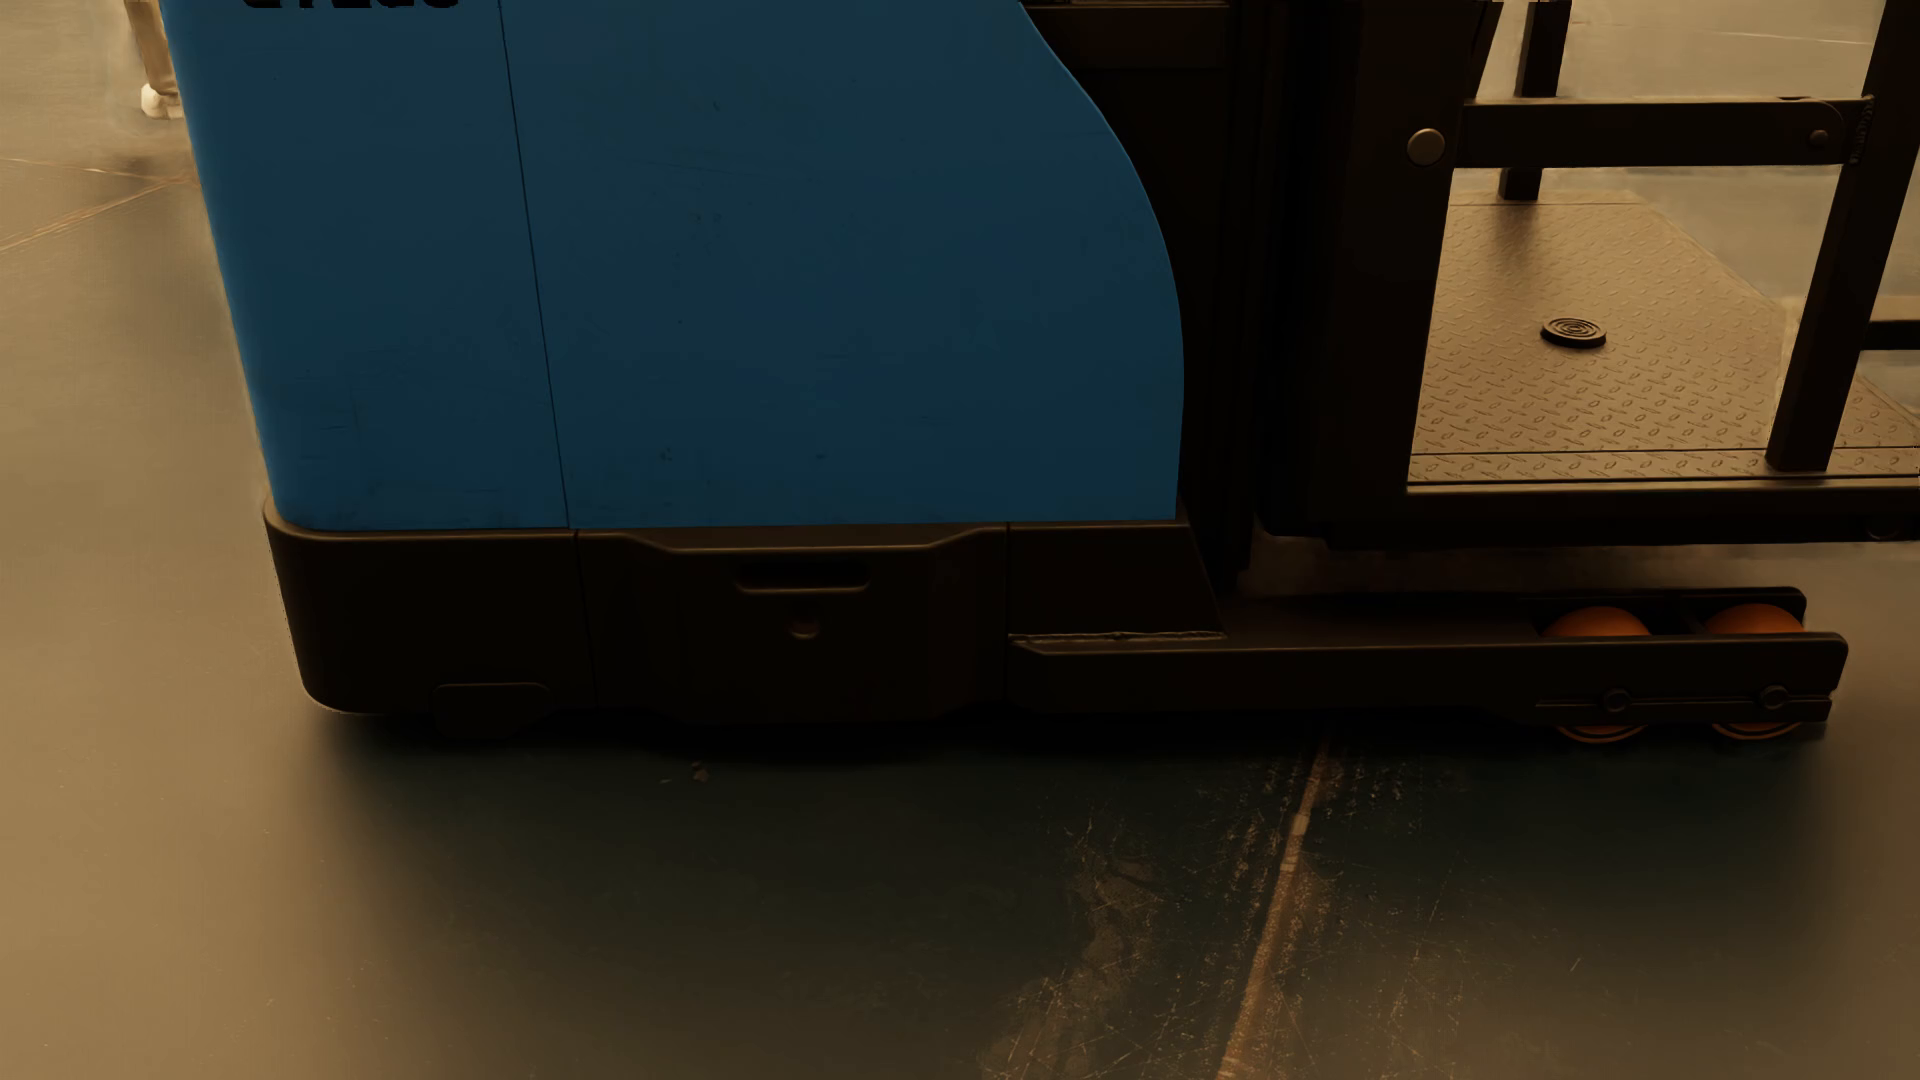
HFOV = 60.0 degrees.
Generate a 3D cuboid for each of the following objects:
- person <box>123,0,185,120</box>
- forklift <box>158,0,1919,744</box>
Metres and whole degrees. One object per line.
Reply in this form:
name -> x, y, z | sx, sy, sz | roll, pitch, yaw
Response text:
person -> -1.737, -1.501, 3.686 | 0.603, 1.591, 1.069 | -6, 30, -11
forklift -> 0.683, -1.286, 1.797 | 3.031, 2.935, 1.130 | -1, 30, -2
